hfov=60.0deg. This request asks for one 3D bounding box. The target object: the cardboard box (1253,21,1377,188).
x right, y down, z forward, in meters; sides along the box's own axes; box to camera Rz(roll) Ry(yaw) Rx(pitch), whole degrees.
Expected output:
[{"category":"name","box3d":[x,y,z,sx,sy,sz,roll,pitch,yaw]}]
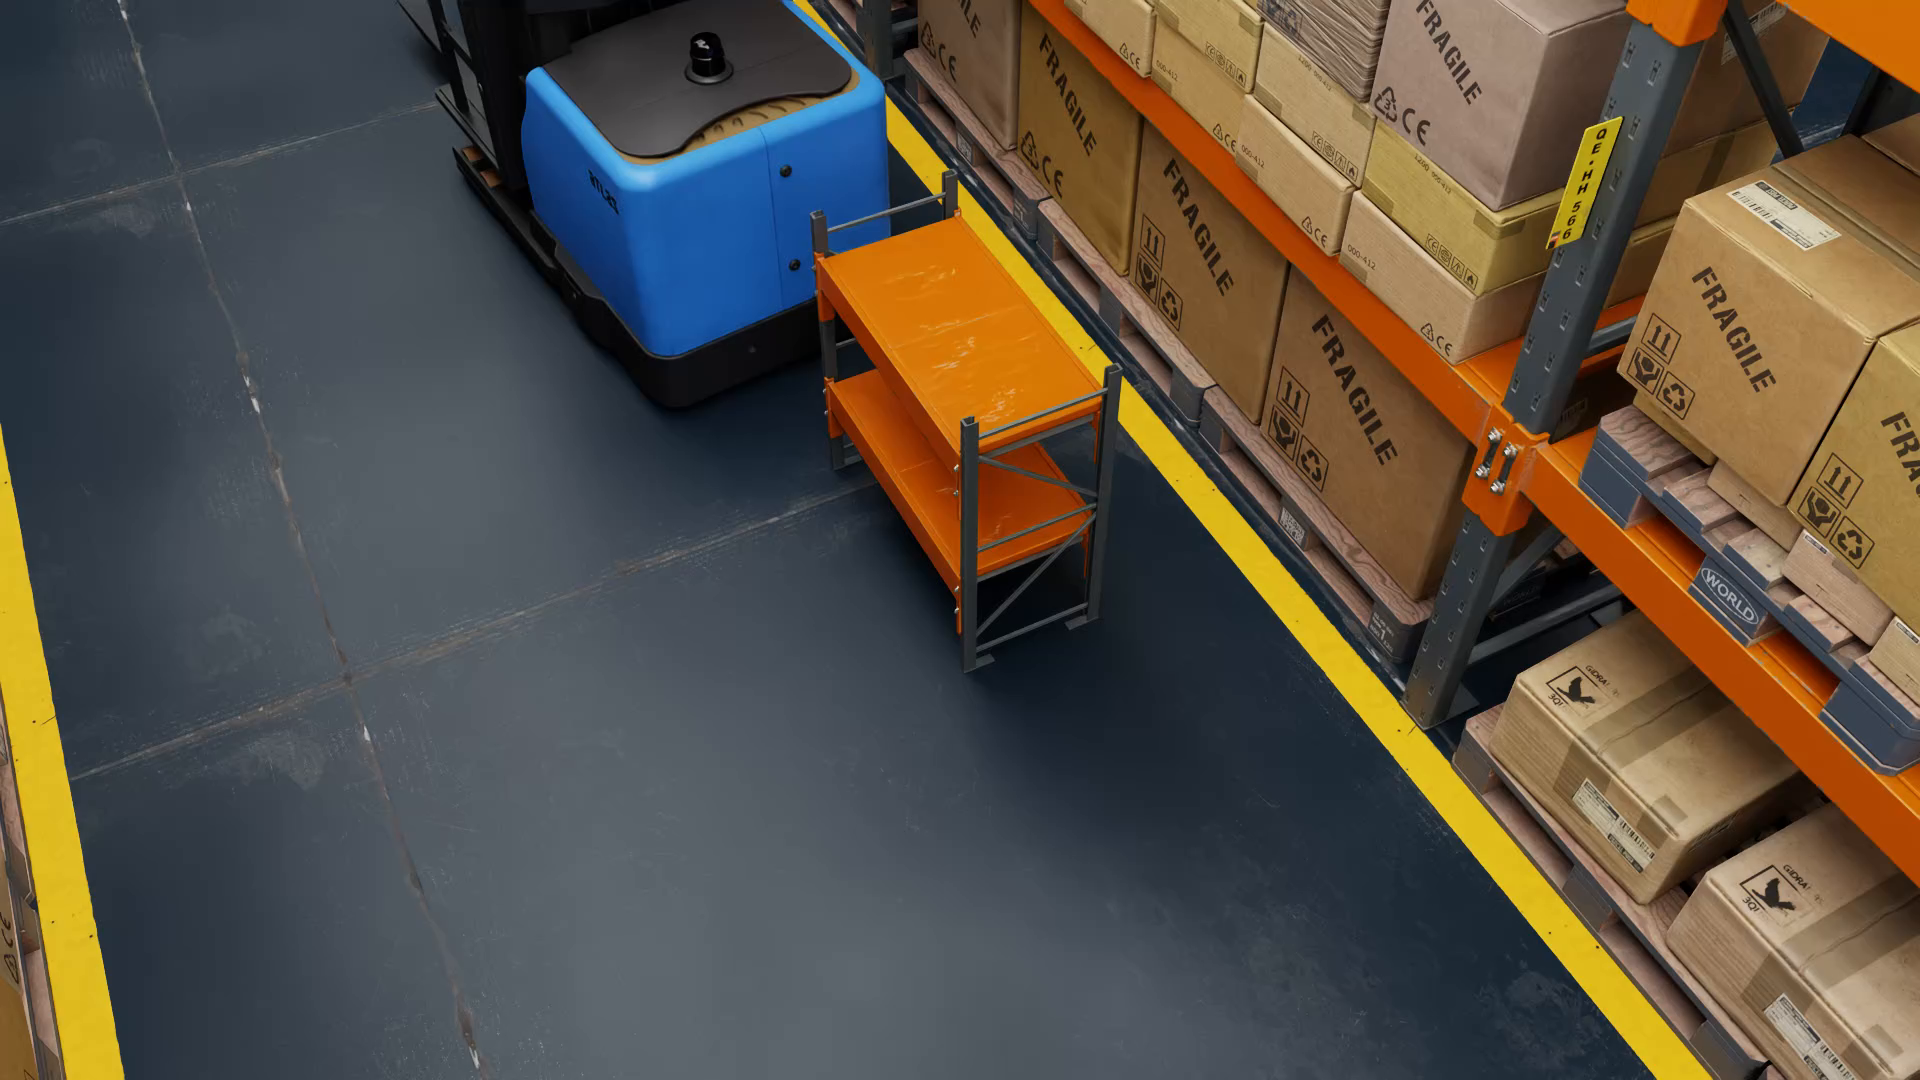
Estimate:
[{"category":"cardboard box","box3d":[1.183,-1.289,4.652,0.500,0.250,0.500,-22,53,-18]}]

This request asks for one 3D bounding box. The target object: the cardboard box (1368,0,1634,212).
[{"category":"cardboard box","box3d":[1.399,-1.214,4.088,0.500,0.500,0.500,-22,53,-18]}]

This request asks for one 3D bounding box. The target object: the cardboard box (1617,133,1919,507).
[{"category":"cardboard box","box3d":[1.869,-0.484,3.637,0.500,0.500,0.500,-23,53,-19]}]

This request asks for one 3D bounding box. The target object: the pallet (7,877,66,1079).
[{"category":"pallet","box3d":[-2.843,1.572,4.235,1.003,0.211,1.213,-21,52,-18]}]

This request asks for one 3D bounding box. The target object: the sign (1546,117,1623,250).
[{"category":"sign","box3d":[1.377,-0.783,3.673,0.100,0.325,0.005,-21,52,-18]}]

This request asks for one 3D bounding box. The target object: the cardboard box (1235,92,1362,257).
[{"category":"cardboard box","box3d":[1.159,-1.132,4.847,0.500,0.250,0.500,-20,52,-17]}]

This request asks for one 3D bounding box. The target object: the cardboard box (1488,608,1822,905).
[{"category":"cardboard box","box3d":[2.118,0.513,4.775,0.950,0.372,0.625,-24,53,-20]}]

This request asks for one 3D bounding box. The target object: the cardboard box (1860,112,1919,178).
[{"category":"cardboard box","box3d":[2.324,-0.656,3.788,0.500,0.500,0.500,-23,53,-19]}]

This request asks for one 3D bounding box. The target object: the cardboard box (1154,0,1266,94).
[{"category":"cardboard box","box3d":[0.931,-1.625,4.946,0.500,0.250,0.500,-22,53,-18]}]

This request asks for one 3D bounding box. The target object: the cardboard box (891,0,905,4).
[{"category":"cardboard box","box3d":[-0.154,-3.025,7.826,0.875,0.438,0.875,-22,52,-18]}]

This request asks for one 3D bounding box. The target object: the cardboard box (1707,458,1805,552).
[{"category":"cardboard box","box3d":[1.951,-0.169,3.793,0.380,0.149,0.250,-24,53,-20]}]

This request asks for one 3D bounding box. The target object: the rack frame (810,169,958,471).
[{"category":"rack frame","box3d":[-0.236,-0.715,5.628,0.500,1.125,0.032,-21,52,-18]}]

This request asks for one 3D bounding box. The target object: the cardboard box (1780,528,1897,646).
[{"category":"cardboard box","box3d":[2.036,0.030,3.619,0.380,0.149,0.250,-24,53,-20]}]

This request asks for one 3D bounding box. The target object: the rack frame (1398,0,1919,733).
[{"category":"rack frame","box3d":[1.869,-0.596,4.278,1.000,3.000,0.127,-21,52,-18]}]

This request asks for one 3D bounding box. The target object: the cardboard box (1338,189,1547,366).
[{"category":"cardboard box","box3d":[1.406,-0.795,4.552,0.500,0.250,0.500,-23,53,-19]}]

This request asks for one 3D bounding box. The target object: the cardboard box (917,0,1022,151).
[{"category":"cardboard box","box3d":[0.393,-2.324,6.922,0.875,0.875,0.875,-20,52,-16]}]

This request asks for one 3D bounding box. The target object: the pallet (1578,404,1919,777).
[{"category":"pallet","box3d":[2.289,-0.092,3.965,1.213,0.211,1.003,-21,52,-18]}]

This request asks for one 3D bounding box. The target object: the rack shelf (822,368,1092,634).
[{"category":"rack shelf","box3d":[-0.003,-0.214,5.515,0.538,0.278,1.000,-21,52,-18]}]

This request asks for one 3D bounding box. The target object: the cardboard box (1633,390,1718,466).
[{"category":"cardboard box","box3d":[1.852,-0.370,3.968,0.380,0.149,0.250,-24,53,-20]}]

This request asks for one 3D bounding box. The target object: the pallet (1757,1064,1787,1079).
[{"category":"pallet","box3d":[2.779,1.661,4.157,1.003,0.211,1.213,-21,52,-18]}]

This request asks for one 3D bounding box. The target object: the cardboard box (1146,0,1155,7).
[{"category":"cardboard box","box3d":[0.693,-1.972,5.250,0.500,0.250,0.500,-23,53,-19]}]

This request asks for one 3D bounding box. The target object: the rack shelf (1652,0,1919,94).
[{"category":"rack shelf","box3d":[2.784,-0.008,2.249,1.077,0.370,4.000,-21,52,-18]}]

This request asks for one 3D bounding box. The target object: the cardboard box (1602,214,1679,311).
[{"category":"cardboard box","box3d":[1.868,-0.960,4.697,0.500,0.250,0.500,-22,52,-18]}]

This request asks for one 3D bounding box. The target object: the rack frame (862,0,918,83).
[{"category":"rack frame","box3d":[0.038,-3.273,6.620,1.000,3.000,0.127,-21,52,-18]}]

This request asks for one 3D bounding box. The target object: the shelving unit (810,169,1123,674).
[{"category":"shelving unit","box3d":[-0.003,-0.375,5.331,0.538,1.125,1.048,-21,52,-18]}]

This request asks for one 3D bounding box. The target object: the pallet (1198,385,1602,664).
[{"category":"pallet","box3d":[1.575,-0.231,5.812,1.003,0.211,1.213,-21,52,-18]}]

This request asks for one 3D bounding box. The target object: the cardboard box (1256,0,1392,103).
[{"category":"cardboard box","box3d":[1.157,-1.554,4.386,0.500,0.500,0.500,-20,52,-17]}]

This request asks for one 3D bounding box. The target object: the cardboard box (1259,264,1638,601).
[{"category":"cardboard box","box3d":[1.626,-0.525,5.349,0.875,0.875,0.875,-22,52,-18]}]

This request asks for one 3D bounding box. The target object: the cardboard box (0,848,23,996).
[{"category":"cardboard box","box3d":[-2.817,0.965,4.295,0.500,0.500,0.500,-21,52,-17]}]

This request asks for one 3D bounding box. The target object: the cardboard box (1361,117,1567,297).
[{"category":"cardboard box","box3d":[1.421,-0.947,4.353,0.500,0.250,0.500,-21,52,-18]}]

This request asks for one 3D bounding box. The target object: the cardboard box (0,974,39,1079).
[{"category":"cardboard box","box3d":[-2.583,1.300,4.001,0.500,0.500,0.500,-23,53,-19]}]

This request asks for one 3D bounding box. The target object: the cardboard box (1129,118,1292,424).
[{"category":"cardboard box","box3d":[1.222,-1.124,5.873,0.875,0.875,0.875,-21,52,-17]}]

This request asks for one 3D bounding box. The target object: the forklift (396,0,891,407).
[{"category":"forklift","box3d":[-1.479,-2.536,6.021,1.130,2.935,3.031,-27,54,-22]}]

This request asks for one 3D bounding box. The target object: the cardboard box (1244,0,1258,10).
[{"category":"cardboard box","box3d":[0.936,-1.889,4.679,0.500,0.500,0.500,-21,52,-17]}]

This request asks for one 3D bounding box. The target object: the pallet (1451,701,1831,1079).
[{"category":"pallet","box3d":[2.225,0.846,4.870,1.003,0.211,1.213,-21,52,-18]}]

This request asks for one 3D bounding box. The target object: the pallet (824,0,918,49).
[{"category":"pallet","box3d":[-0.240,-2.891,8.138,1.003,0.211,1.213,-21,52,-18]}]

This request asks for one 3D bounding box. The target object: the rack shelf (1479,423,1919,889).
[{"category":"rack shelf","box3d":[2.784,0.980,3.378,1.077,0.370,4.000,-21,52,-18]}]

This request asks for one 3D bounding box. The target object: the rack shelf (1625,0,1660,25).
[{"category":"rack shelf","box3d":[0.953,-2.685,4.591,1.077,0.370,4.000,-21,52,-18]}]

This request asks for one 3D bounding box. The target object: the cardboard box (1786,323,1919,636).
[{"category":"cardboard box","box3d":[2.113,-0.137,3.334,0.500,0.500,0.500,-19,51,-16]}]

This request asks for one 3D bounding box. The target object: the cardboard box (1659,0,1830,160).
[{"category":"cardboard box","box3d":[1.860,-1.372,4.227,0.500,0.500,0.500,-23,53,-19]}]

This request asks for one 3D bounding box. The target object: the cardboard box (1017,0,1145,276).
[{"category":"cardboard box","box3d":[0.813,-1.722,6.396,0.875,0.875,0.875,-20,52,-16]}]

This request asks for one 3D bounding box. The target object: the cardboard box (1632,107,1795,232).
[{"category":"cardboard box","box3d":[1.856,-1.135,4.517,0.500,0.250,0.500,-22,52,-18]}]

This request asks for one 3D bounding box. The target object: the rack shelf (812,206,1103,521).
[{"category":"rack shelf","box3d":[-0.003,-0.568,5.110,0.538,0.278,1.000,-21,52,-18]}]

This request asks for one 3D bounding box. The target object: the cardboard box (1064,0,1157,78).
[{"category":"cardboard box","box3d":[0.684,-1.806,5.436,0.500,0.250,0.500,-22,52,-18]}]

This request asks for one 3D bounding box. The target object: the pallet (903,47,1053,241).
[{"category":"pallet","box3d":[0.458,-1.864,7.240,1.003,0.211,1.213,-21,52,-18]}]

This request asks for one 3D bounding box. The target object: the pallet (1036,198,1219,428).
[{"category":"pallet","box3d":[1.021,-1.047,6.525,1.003,0.211,1.213,-21,52,-18]}]

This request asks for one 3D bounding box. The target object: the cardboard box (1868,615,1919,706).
[{"category":"cardboard box","box3d":[2.143,0.221,3.451,0.380,0.149,0.250,-21,52,-17]}]

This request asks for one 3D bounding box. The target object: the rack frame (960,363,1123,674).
[{"category":"rack frame","box3d":[0.230,-0.035,5.033,0.500,1.125,0.032,-21,52,-18]}]

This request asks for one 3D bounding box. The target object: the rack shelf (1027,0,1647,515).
[{"category":"rack shelf","box3d":[0.953,-1.697,5.720,1.077,0.370,4.000,-21,52,-18]}]

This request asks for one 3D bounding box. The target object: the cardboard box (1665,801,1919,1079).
[{"category":"cardboard box","box3d":[2.463,1.004,4.346,0.950,0.372,0.625,-22,52,-18]}]

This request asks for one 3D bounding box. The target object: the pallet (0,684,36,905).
[{"category":"pallet","box3d":[-3.397,0.756,4.948,1.003,0.211,1.213,-21,52,-18]}]

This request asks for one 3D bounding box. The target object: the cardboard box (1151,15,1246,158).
[{"category":"cardboard box","box3d":[0.942,-1.474,5.146,0.500,0.250,0.500,-22,52,-18]}]
